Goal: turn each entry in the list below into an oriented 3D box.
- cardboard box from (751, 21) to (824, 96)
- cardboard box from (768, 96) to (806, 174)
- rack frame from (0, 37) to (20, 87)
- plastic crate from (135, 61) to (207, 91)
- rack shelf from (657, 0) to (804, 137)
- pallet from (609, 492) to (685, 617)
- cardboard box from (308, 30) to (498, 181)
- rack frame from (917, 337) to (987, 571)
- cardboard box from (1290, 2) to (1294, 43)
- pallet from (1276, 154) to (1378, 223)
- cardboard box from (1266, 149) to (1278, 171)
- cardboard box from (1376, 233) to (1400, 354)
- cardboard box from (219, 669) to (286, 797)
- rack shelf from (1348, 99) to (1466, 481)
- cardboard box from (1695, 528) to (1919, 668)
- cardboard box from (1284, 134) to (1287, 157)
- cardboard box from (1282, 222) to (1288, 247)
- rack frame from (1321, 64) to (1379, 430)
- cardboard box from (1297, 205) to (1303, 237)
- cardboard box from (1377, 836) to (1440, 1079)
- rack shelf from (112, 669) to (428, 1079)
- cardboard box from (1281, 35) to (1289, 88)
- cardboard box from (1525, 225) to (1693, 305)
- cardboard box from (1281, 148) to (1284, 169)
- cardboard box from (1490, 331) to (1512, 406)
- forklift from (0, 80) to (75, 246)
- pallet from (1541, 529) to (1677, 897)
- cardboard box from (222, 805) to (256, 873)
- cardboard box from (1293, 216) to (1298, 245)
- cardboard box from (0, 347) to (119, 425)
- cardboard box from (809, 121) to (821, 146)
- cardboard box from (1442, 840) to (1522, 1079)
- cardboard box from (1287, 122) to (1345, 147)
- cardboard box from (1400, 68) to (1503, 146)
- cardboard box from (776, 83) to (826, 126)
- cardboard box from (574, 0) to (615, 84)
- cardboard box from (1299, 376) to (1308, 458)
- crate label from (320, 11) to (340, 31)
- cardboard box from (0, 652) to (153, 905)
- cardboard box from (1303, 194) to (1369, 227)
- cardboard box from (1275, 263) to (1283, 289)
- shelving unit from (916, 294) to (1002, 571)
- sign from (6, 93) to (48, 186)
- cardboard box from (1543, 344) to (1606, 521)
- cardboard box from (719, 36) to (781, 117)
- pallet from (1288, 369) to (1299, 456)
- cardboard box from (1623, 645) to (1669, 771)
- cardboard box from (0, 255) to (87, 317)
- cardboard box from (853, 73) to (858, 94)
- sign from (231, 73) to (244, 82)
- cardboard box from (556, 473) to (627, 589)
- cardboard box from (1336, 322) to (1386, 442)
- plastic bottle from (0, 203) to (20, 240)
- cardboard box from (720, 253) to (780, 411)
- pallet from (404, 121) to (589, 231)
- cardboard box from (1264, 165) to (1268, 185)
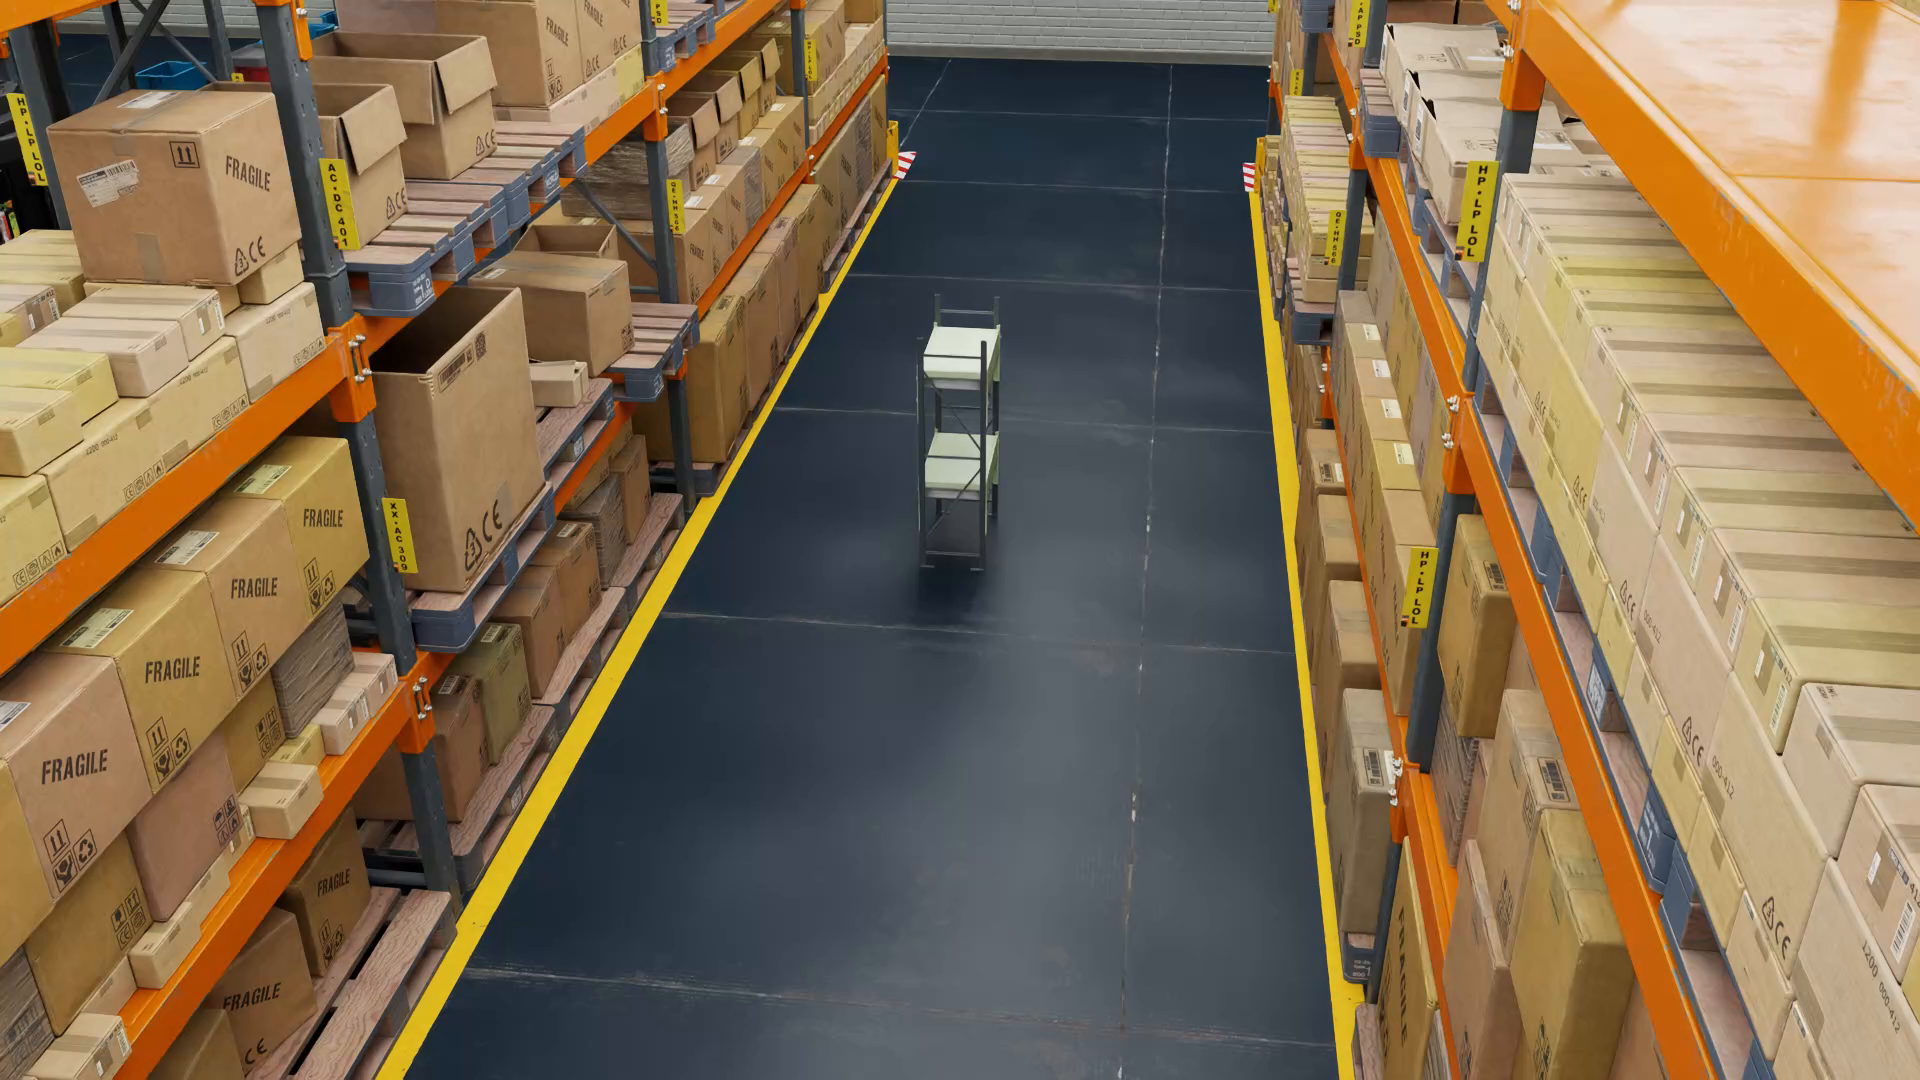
[{"bbox_3d":[-1.438,-4.034,13.921,0.500,0.500,0.500,3,28,6],"label":"cardboard box"},{"bbox_3d":[-1.537,-3.236,13.281,0.500,0.500,0.500,3,29,6],"label":"cardboard box"},{"bbox_3d":[-11.092,-5.888,18.309,1.000,3.000,0.127,3,28,6],"label":"rack frame"},{"bbox_3d":[-6.948,-3.975,14.711,0.392,0.384,0.575,3,28,6],"label":"plastic crate"},{"bbox_3d":[-1.996,-3.491,11.454,1.077,0.370,4.000,3,28,6],"label":"rack shelf"},{"bbox_3d":[-2.338,0.050,10.226,1.003,0.211,1.213,3,28,6],"label":"pallet"},{"bbox_3d":[-2.460,-1.872,7.141,0.797,0.503,0.637,5,29,8],"label":"cardboard box"},{"bbox_3d":[-0.046,-0.485,9.861,0.400,1.500,0.023,3,28,6],"label":"rack frame"},{"bbox_3d":[3.084,-4.428,14.126,0.500,0.500,0.500,4,29,8],"label":"cardboard box"},{"bbox_3d":[2.922,-2.657,12.513,1.003,0.211,1.213,3,28,6],"label":"pallet"},{"bbox_3d":[3.176,-3.692,16.168,0.380,0.149,0.250,3,28,6],"label":"cardboard box"},{"bbox_3d":[2.544,-1.245,8.530,0.700,0.500,0.500,3,28,5],"label":"cardboard box"},{"bbox_3d":[-2.944,0.604,5.839,0.875,0.500,0.500,3,28,6],"label":"cardboard box"},{"bbox_3d":[2.424,-1.272,7.336,1.077,0.370,4.000,3,28,6],"label":"rack shelf"},{"bbox_3d":[1.519,0.111,2.888,0.380,0.149,0.250,3,29,6],"label":"cardboard box"},{"bbox_3d":[2.594,-2.895,12.262,0.380,0.149,0.250,4,29,7],"label":"cardboard box"},{"bbox_3d":[2.937,-2.589,14.121,0.380,0.149,0.250,4,29,7],"label":"cardboard box"},{"bbox_3d":[2.669,-1.209,9.624,1.000,3.000,0.127,3,28,6],"label":"rack frame"},{"bbox_3d":[2.370,-2.041,10.677,0.380,0.149,0.250,3,29,6],"label":"cardboard box"},{"bbox_3d":[2.033,1.716,5.992,0.875,0.875,0.875,4,29,7],"label":"cardboard box"},{"bbox_3d":[-2.976,1.596,5.176,1.077,0.370,4.000,3,28,6],"label":"rack shelf"},{"bbox_3d":[3.151,-4.231,14.815,0.500,0.500,0.500,3,28,5],"label":"cardboard box"},{"bbox_3d":[1.736,-0.726,4.440,0.380,0.149,0.250,3,28,6],"label":"cardboard box"},{"bbox_3d":[2.627,-2.877,12.542,0.380,0.149,0.250,4,29,7],"label":"cardboard box"},{"bbox_3d":[1.768,-0.492,4.846,0.380,0.149,0.250,3,29,6],"label":"cardboard box"},{"bbox_3d":[-5.630,-1.044,9.389,3.031,2.935,1.130,4,29,7],"label":"forklift"},{"bbox_3d":[1.917,0.349,3.662,1.003,0.211,1.213,3,28,6],"label":"pallet"},{"bbox_3d":[-2.677,1.032,5.729,0.380,0.149,0.250,3,28,6],"label":"cardboard box"},{"bbox_3d":[2.403,-2.024,10.959,0.380,0.149,0.250,2,28,4],"label":"cardboard box"},{"bbox_3d":[-2.665,-0.430,4.754,0.380,0.149,0.250,4,29,8],"label":"cardboard box"},{"bbox_3d":[-1.384,-3.437,14.025,0.380,0.149,0.250,3,29,6],"label":"cardboard box"},{"bbox_3d":[1.918,1.289,4.828,0.875,0.550,0.550,3,28,6],"label":"cardboard box"},{"bbox_3d":[2.560,-2.900,11.958,0.380,0.149,0.250,3,28,6],"label":"cardboard box"},{"bbox_3d":[2.238,-1.914,7.316,0.500,0.311,0.500,3,28,5],"label":"cardboard box"},{"bbox_3d":[-1.433,-3.699,14.090,0.500,0.250,0.500,3,28,5],"label":"cardboard box"},{"bbox_3d":[-2.103,-2.649,8.501,0.500,0.500,0.500,3,28,6],"label":"cardboard box"},{"bbox_3d":[2.558,-0.863,11.174,0.500,0.500,0.500,4,29,8],"label":"cardboard box"},{"bbox_3d":[-6.533,-5.454,17.617,0.416,0.233,0.303,3,28,6],"label":"crate label"},{"bbox_3d":[-2.700,0.656,4.688,0.500,0.500,0.500,3,28,6],"label":"cardboard box"},{"bbox_3d":[2.340,-2.044,10.369,0.380,0.149,0.250,4,29,8],"label":"cardboard box"},{"bbox_3d":[2.870,-2.227,14.075,0.380,0.149,0.250,4,29,7],"label":"cardboard box"},{"bbox_3d":[-0.001,-0.657,10.181,0.431,1.500,0.755,3,28,6],"label":"shelving unit"},{"bbox_3d":[-3.282,-1.415,5.882,0.100,0.325,0.005,3,28,6],"label":"sign"},{"bbox_3d":[1.720,-0.252,3.981,0.500,0.250,0.500,3,28,6],"label":"cardboard box"},{"bbox_3d":[-1.821,-3.613,12.922,0.797,0.503,0.637,3,28,5],"label":"cardboard box"},{"bbox_3d":[2.919,-0.922,12.031,1.003,0.211,1.213,3,28,6],"label":"pallet"},{"bbox_3d":[1.550,0.343,3.296,0.380,0.149,0.250,4,29,7],"label":"cardboard box"},{"bbox_3d":[-3.042,-0.828,5.492,0.380,0.149,0.250,2,28,4],"label":"cardboard box"},{"bbox_3d":[-1.165,-4.294,15.615,0.380,0.149,0.250,4,29,7],"label":"cardboard box"},{"bbox_3d":[-6.121,-3.805,14.150,0.100,0.325,0.005,3,28,6],"label":"sign"},{"bbox_3d":[-2.358,-0.060,9.663,0.700,0.500,0.500,1,28,2],"label":"cardboard box"},{"bbox_3d":[2.287,-0.818,8.793,0.500,0.500,0.500,3,28,6],"label":"cardboard box"},{"bbox_3d":[-6.664,-2.245,11.669,0.061,0.283,0.133,3,28,6],"label":"plastic bottle"},{"bbox_3d":[-2.019,-1.538,12.031,1.225,0.875,0.875,3,29,6],"label":"cardboard box"},{"bbox_3d":[-2.425,-1.673,7.520,1.213,0.211,1.003,3,28,6],"label":"pallet"},{"bbox_3d":[3.268,-3.677,16.768,0.380,0.149,0.250,4,29,7],"label":"cardboard box"}]
